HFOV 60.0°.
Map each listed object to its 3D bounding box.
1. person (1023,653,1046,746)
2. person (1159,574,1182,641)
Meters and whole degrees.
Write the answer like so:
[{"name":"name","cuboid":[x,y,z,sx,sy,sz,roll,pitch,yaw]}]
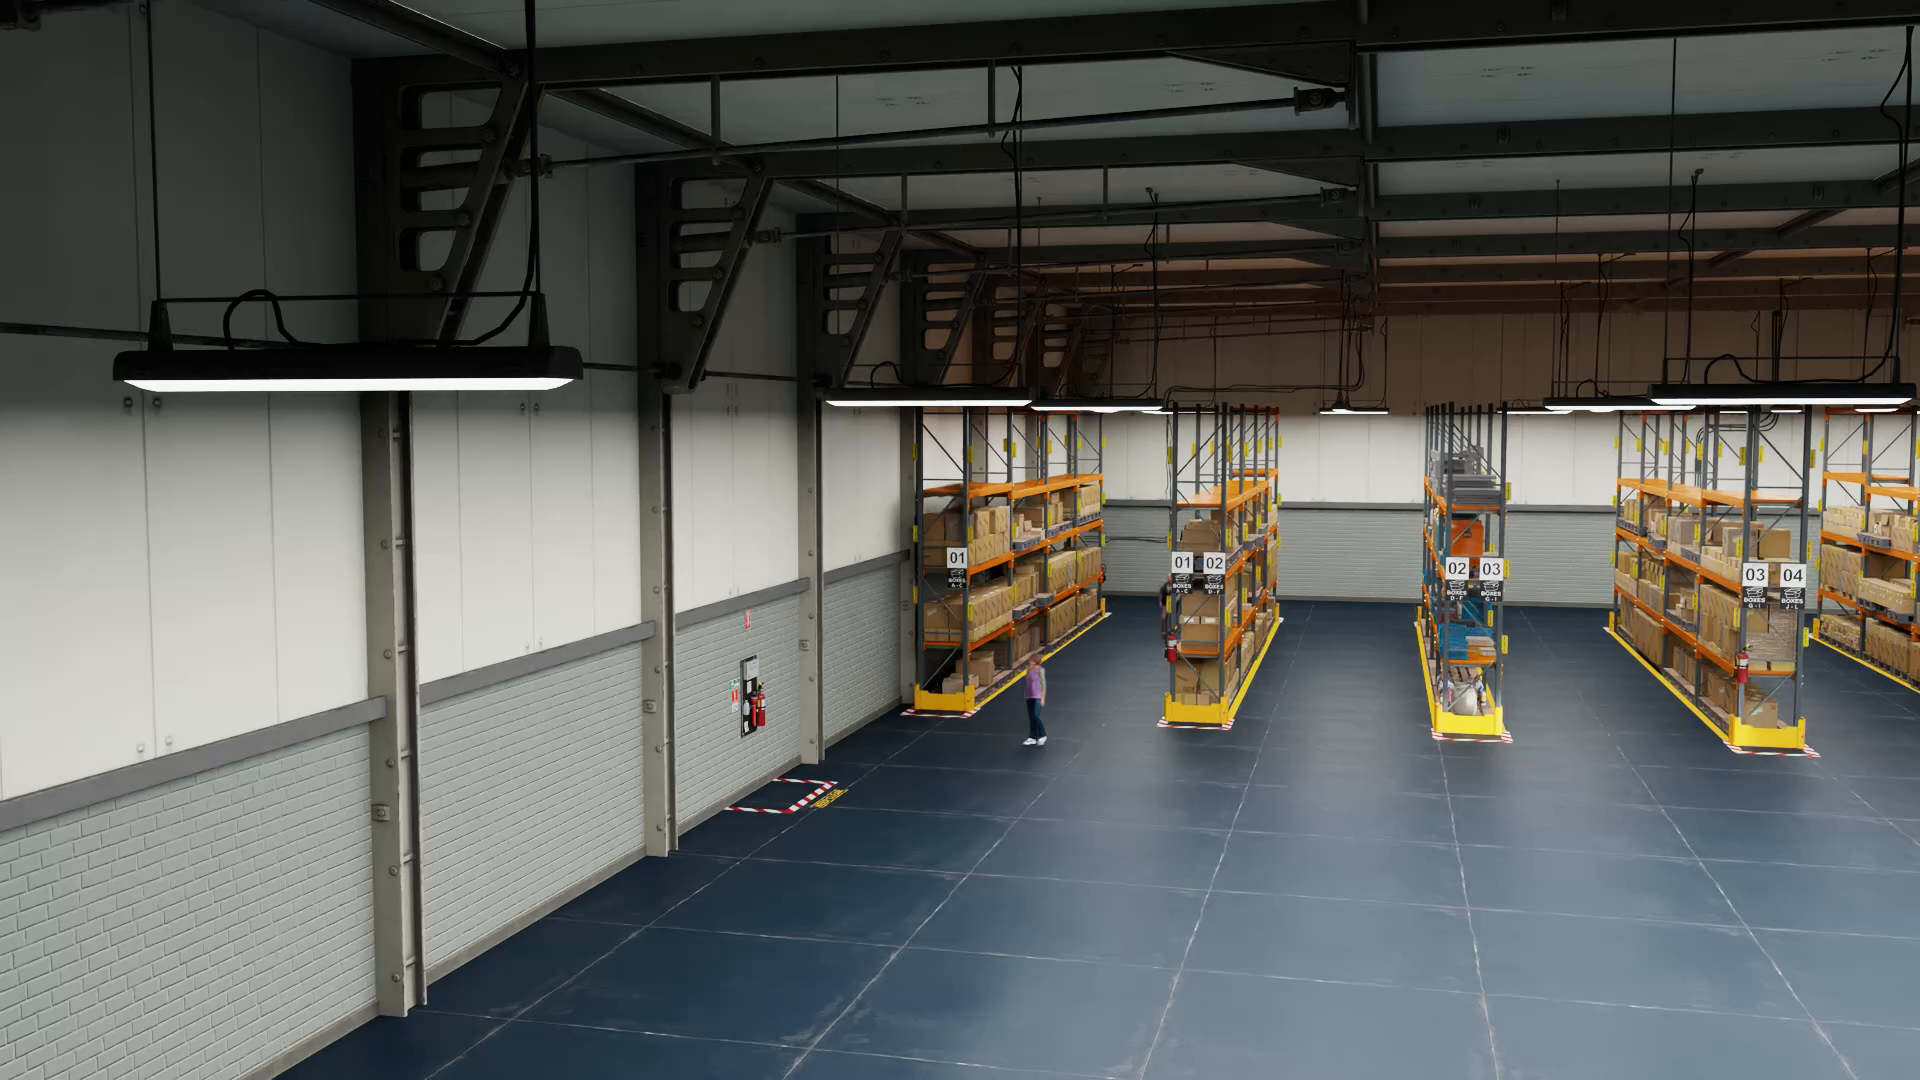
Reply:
[{"name":"person","cuboid":[1.295,2.772,29.038,0.342,1.604,0.452,-3,5,-39]},{"name":"person","cuboid":[5.438,1.716,43.014,0.614,1.701,0.992,1,4,15]}]
